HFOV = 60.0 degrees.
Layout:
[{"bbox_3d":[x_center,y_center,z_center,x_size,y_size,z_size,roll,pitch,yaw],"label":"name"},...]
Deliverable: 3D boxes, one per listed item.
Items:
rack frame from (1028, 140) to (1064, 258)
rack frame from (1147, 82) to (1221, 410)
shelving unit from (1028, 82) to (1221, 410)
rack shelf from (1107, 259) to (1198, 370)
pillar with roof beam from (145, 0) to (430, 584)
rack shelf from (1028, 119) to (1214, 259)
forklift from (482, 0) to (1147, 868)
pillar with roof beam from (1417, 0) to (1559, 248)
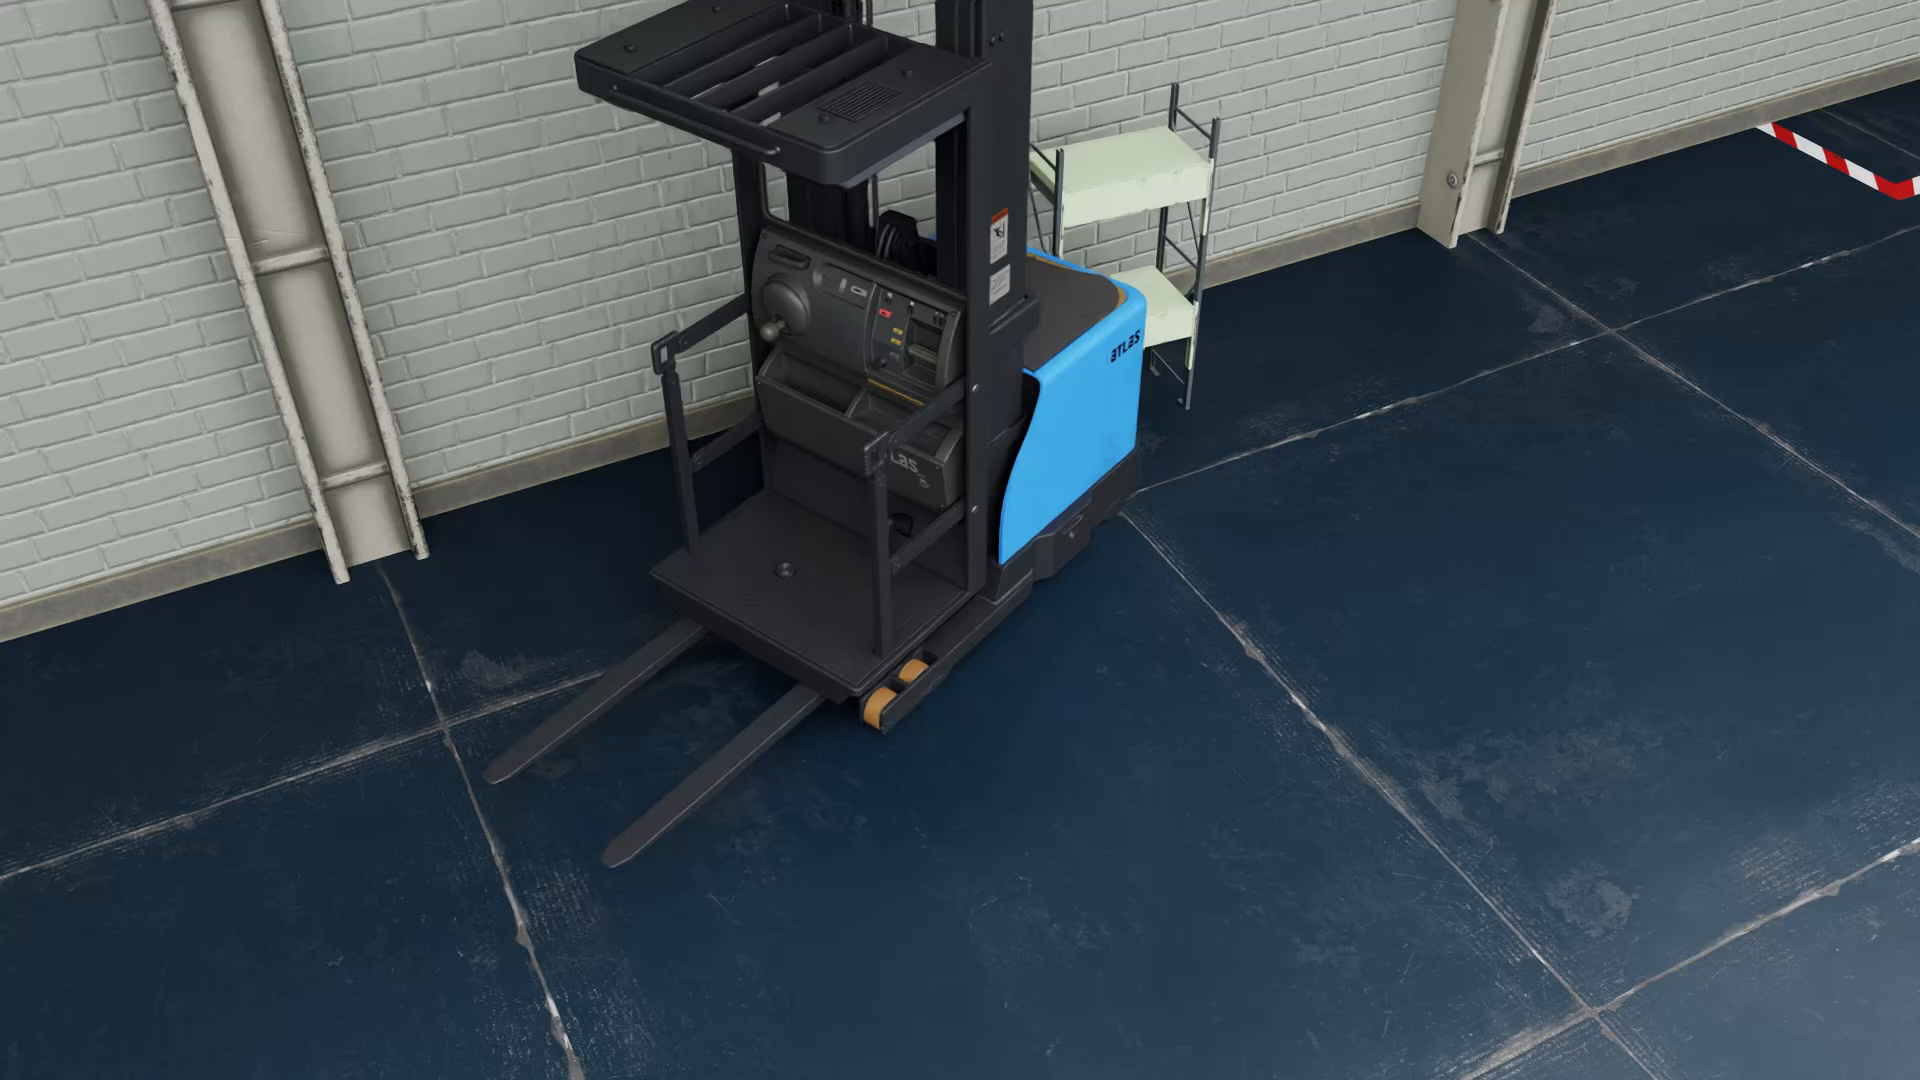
[{"bbox_3d":[0.341,-1.136,7.431,0.023,1.500,0.400,-15,43,-17],"label":"rack frame"},{"bbox_3d":[1.016,-1.319,7.647,0.023,1.500,0.400,-15,43,-17],"label":"rack frame"},{"bbox_3d":[0.679,-1.227,7.539,0.755,1.500,0.431,-15,43,-17],"label":"shelving unit"},{"bbox_3d":[0.679,-0.978,7.749,0.720,0.370,0.431,-15,43,-17],"label":"rack shelf"},{"bbox_3d":[-0.541,-0.926,1.379,0.400,9.000,9.100,-19,44,-21],"label":"pillar with roof beam"},{"bbox_3d":[0.679,-1.525,7.287,0.720,0.370,0.431,-15,43,-17],"label":"rack shelf"},{"bbox_3d":[-0.514,-0.750,5.868,1.130,2.935,3.031,26,47,28],"label":"forklift"},{"bbox_3d":[4.780,-2.717,3.495,0.400,9.000,9.100,-19,44,-21],"label":"pillar with roof beam"}]
